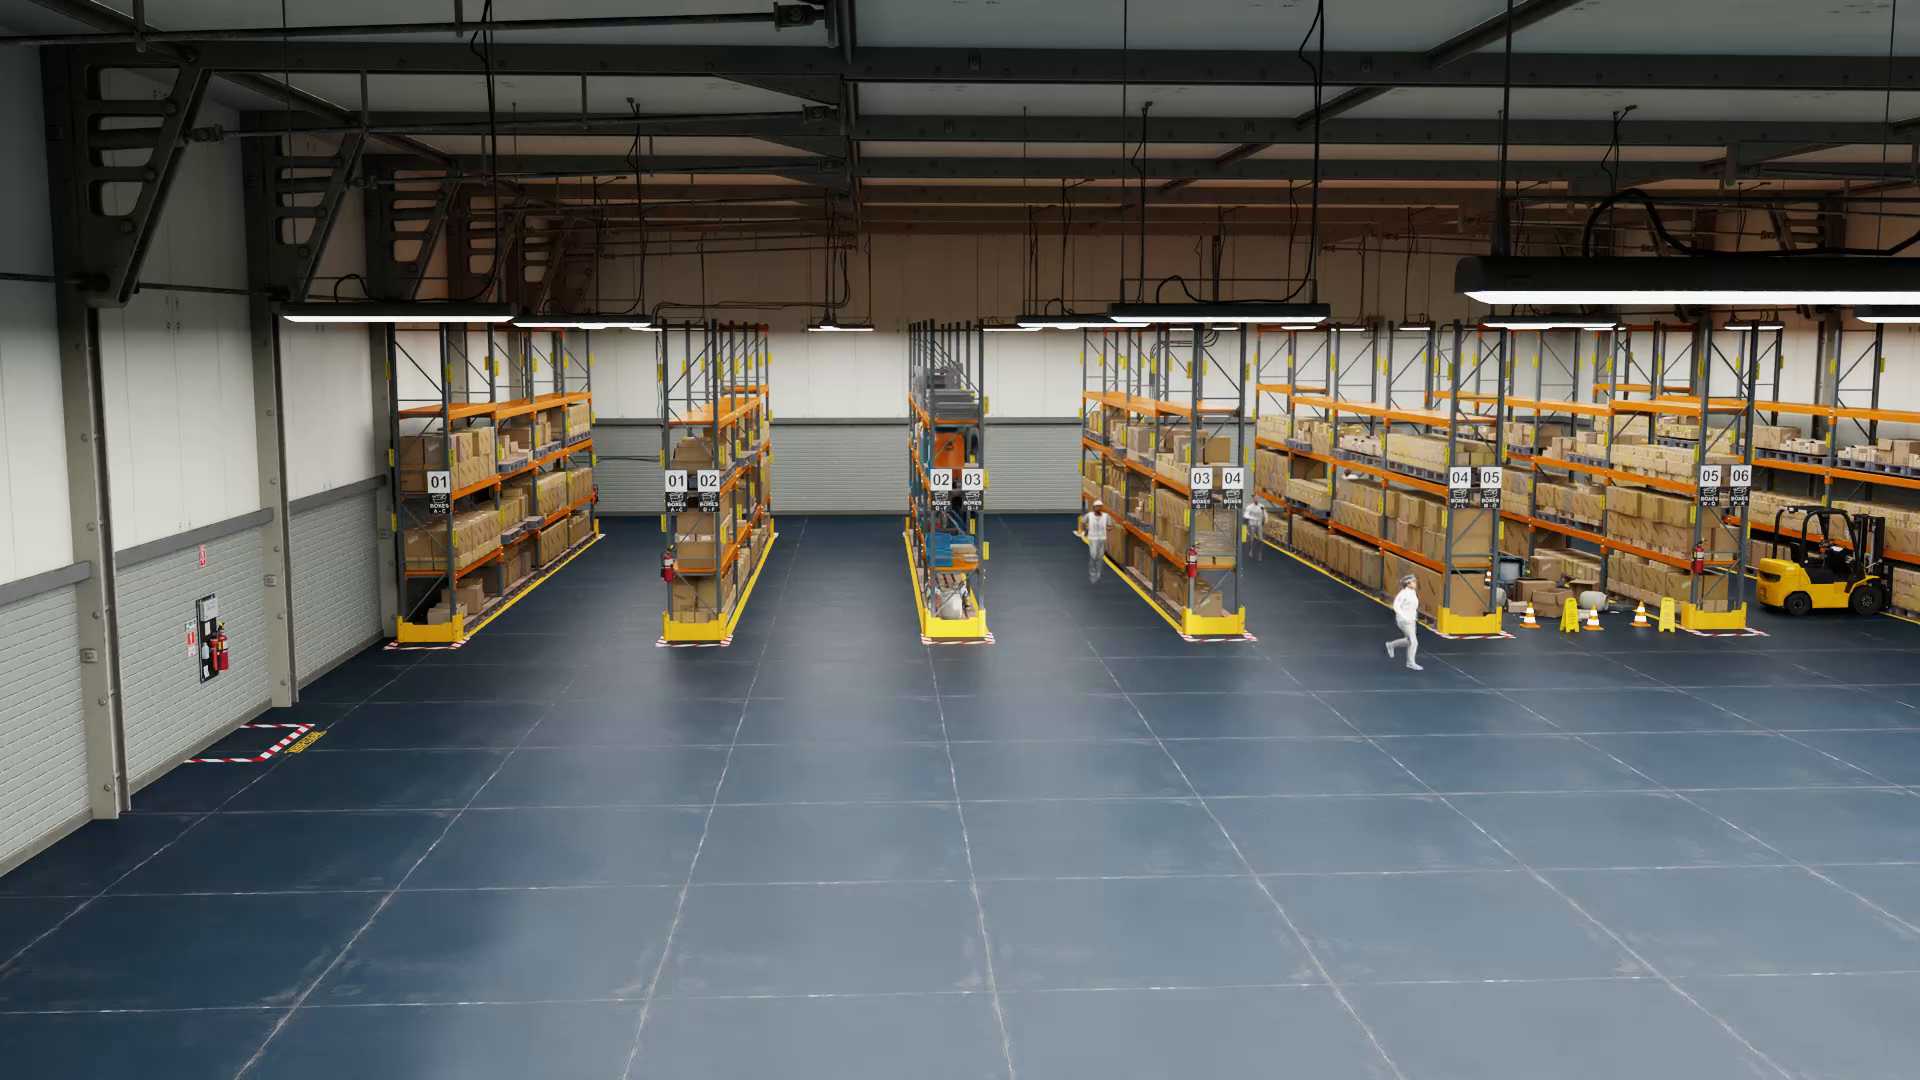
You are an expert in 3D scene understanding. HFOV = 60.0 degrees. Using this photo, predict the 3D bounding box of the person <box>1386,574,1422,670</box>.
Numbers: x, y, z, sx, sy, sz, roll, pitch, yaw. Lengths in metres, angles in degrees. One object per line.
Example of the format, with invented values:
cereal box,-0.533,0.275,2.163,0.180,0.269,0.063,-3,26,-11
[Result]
person,7.627,1.391,28.606,0.668,1.662,0.642,6,9,38

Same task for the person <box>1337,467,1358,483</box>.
person,11.629,-1.360,50.041,0.891,1.788,0.688,-3,8,-21

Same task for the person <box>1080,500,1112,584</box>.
person,3.029,0.047,36.648,0.664,1.842,0.686,-1,7,-7

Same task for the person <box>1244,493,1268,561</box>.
person,7.530,-0.324,42.316,0.631,1.769,0.739,0,7,-2
